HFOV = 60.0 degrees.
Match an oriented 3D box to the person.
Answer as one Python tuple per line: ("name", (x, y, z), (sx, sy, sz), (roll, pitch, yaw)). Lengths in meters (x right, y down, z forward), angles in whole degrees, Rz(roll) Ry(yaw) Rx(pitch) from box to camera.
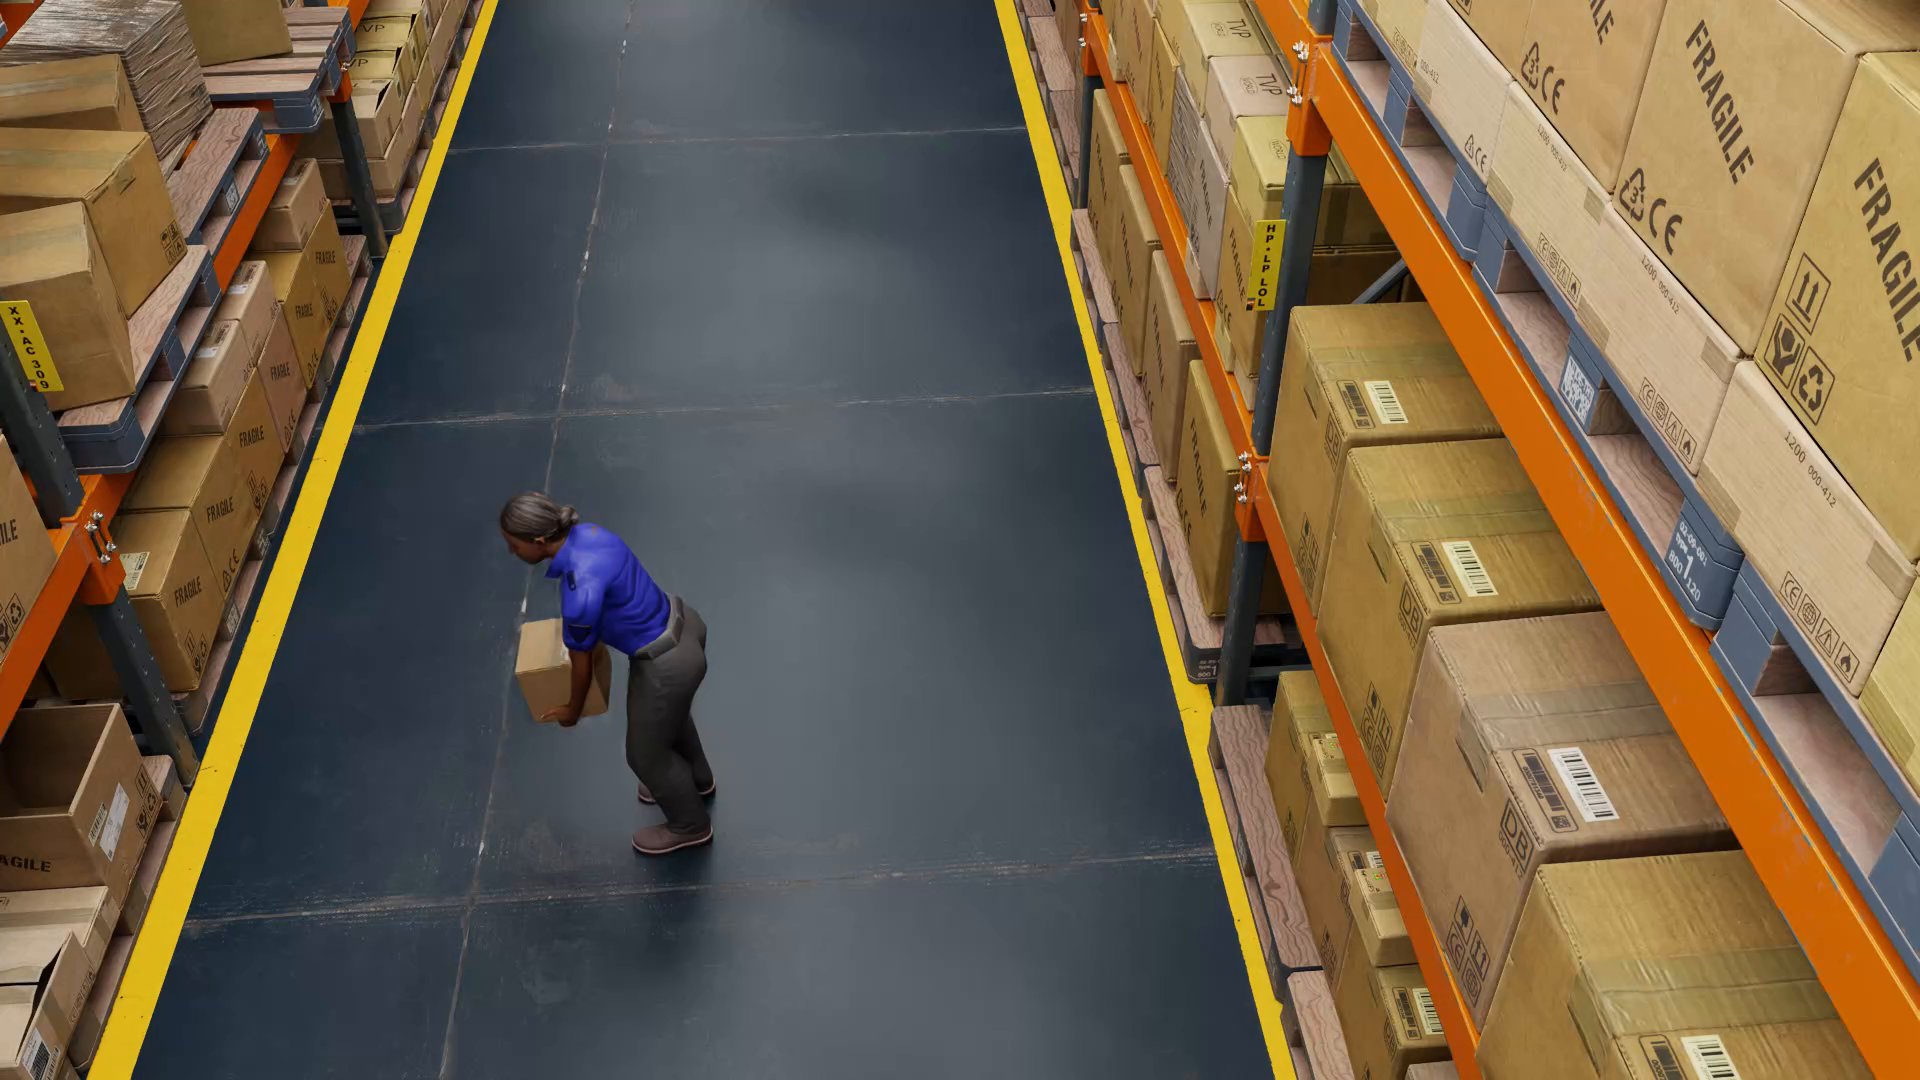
("person", (-1.043, 0.401, 5.681), (0.348, 1.639, 0.524), (-5, 40, -6))
